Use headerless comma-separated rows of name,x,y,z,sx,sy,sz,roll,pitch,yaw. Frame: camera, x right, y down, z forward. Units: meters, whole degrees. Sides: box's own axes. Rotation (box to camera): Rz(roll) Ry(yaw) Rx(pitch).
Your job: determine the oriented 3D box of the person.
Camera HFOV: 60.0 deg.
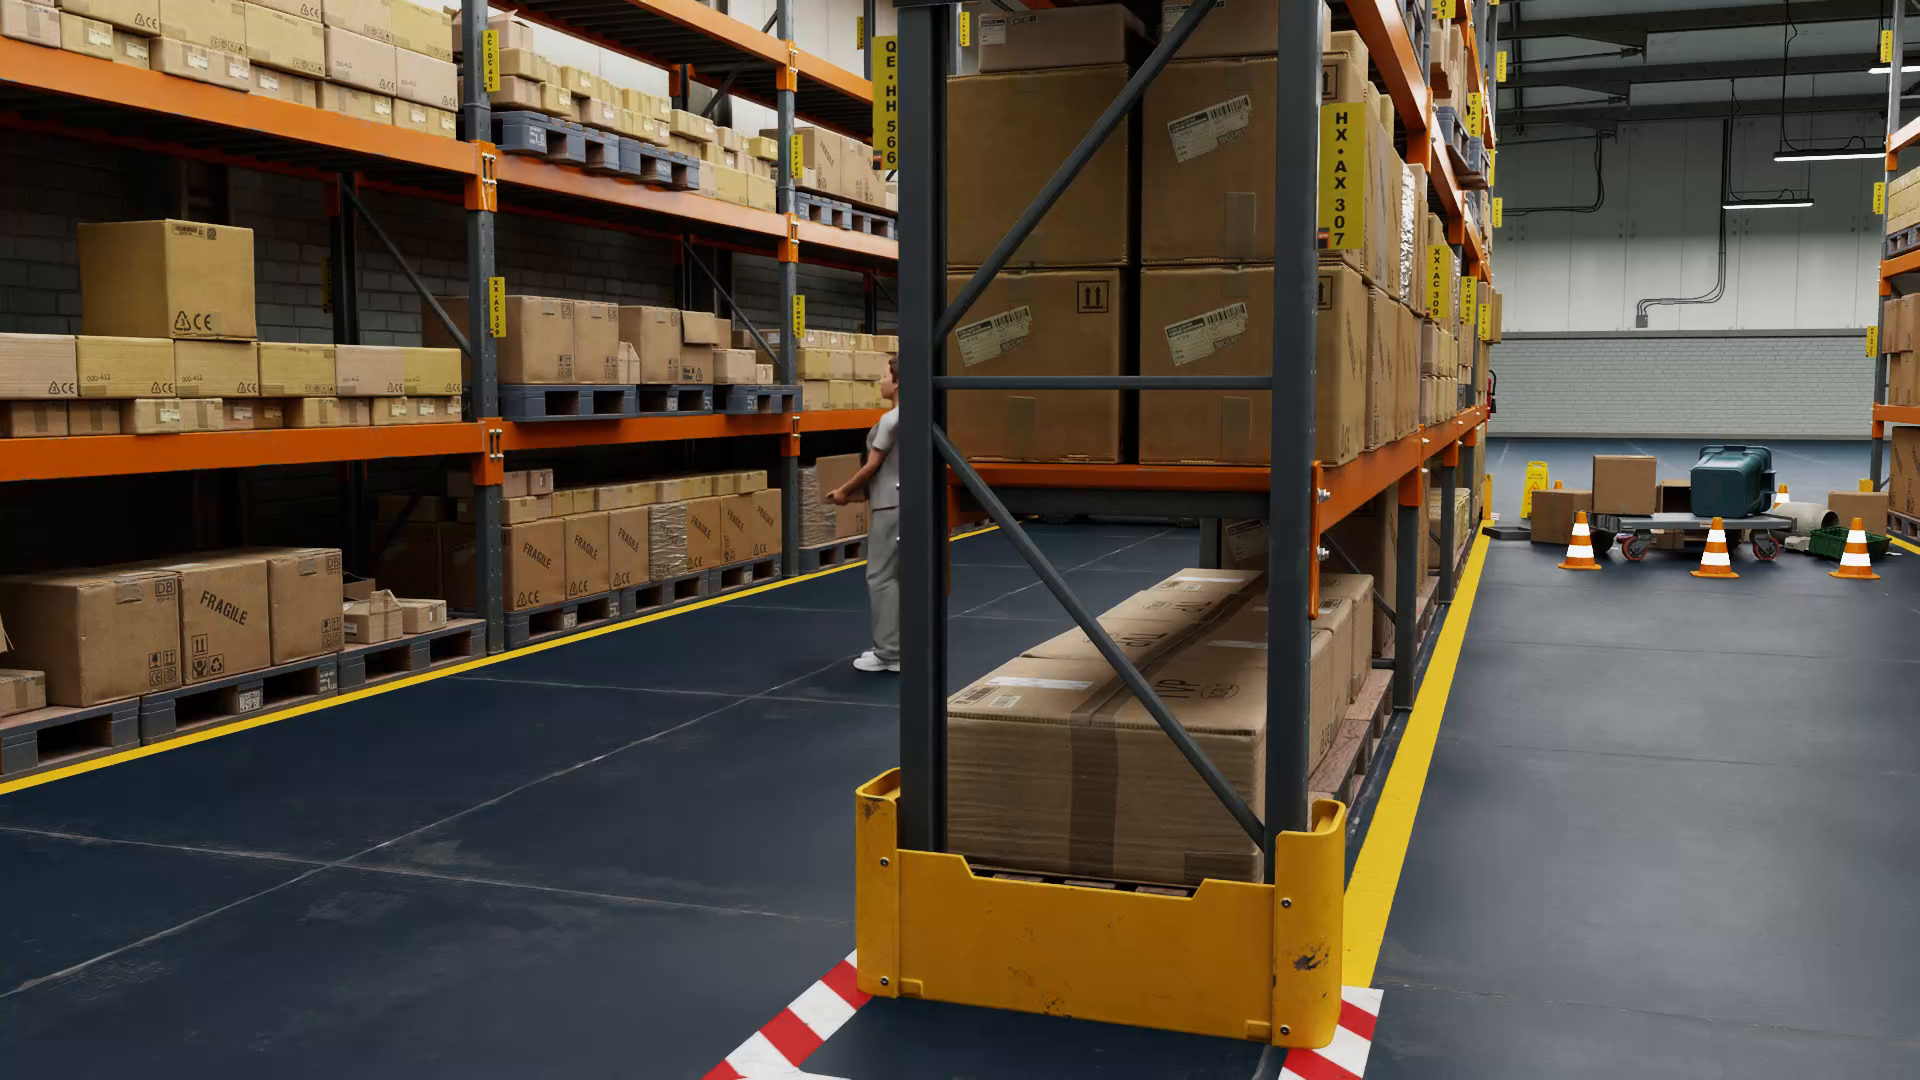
person,-0.409,-0.144,8.835,0.554,1.666,0.436,2,6,19
